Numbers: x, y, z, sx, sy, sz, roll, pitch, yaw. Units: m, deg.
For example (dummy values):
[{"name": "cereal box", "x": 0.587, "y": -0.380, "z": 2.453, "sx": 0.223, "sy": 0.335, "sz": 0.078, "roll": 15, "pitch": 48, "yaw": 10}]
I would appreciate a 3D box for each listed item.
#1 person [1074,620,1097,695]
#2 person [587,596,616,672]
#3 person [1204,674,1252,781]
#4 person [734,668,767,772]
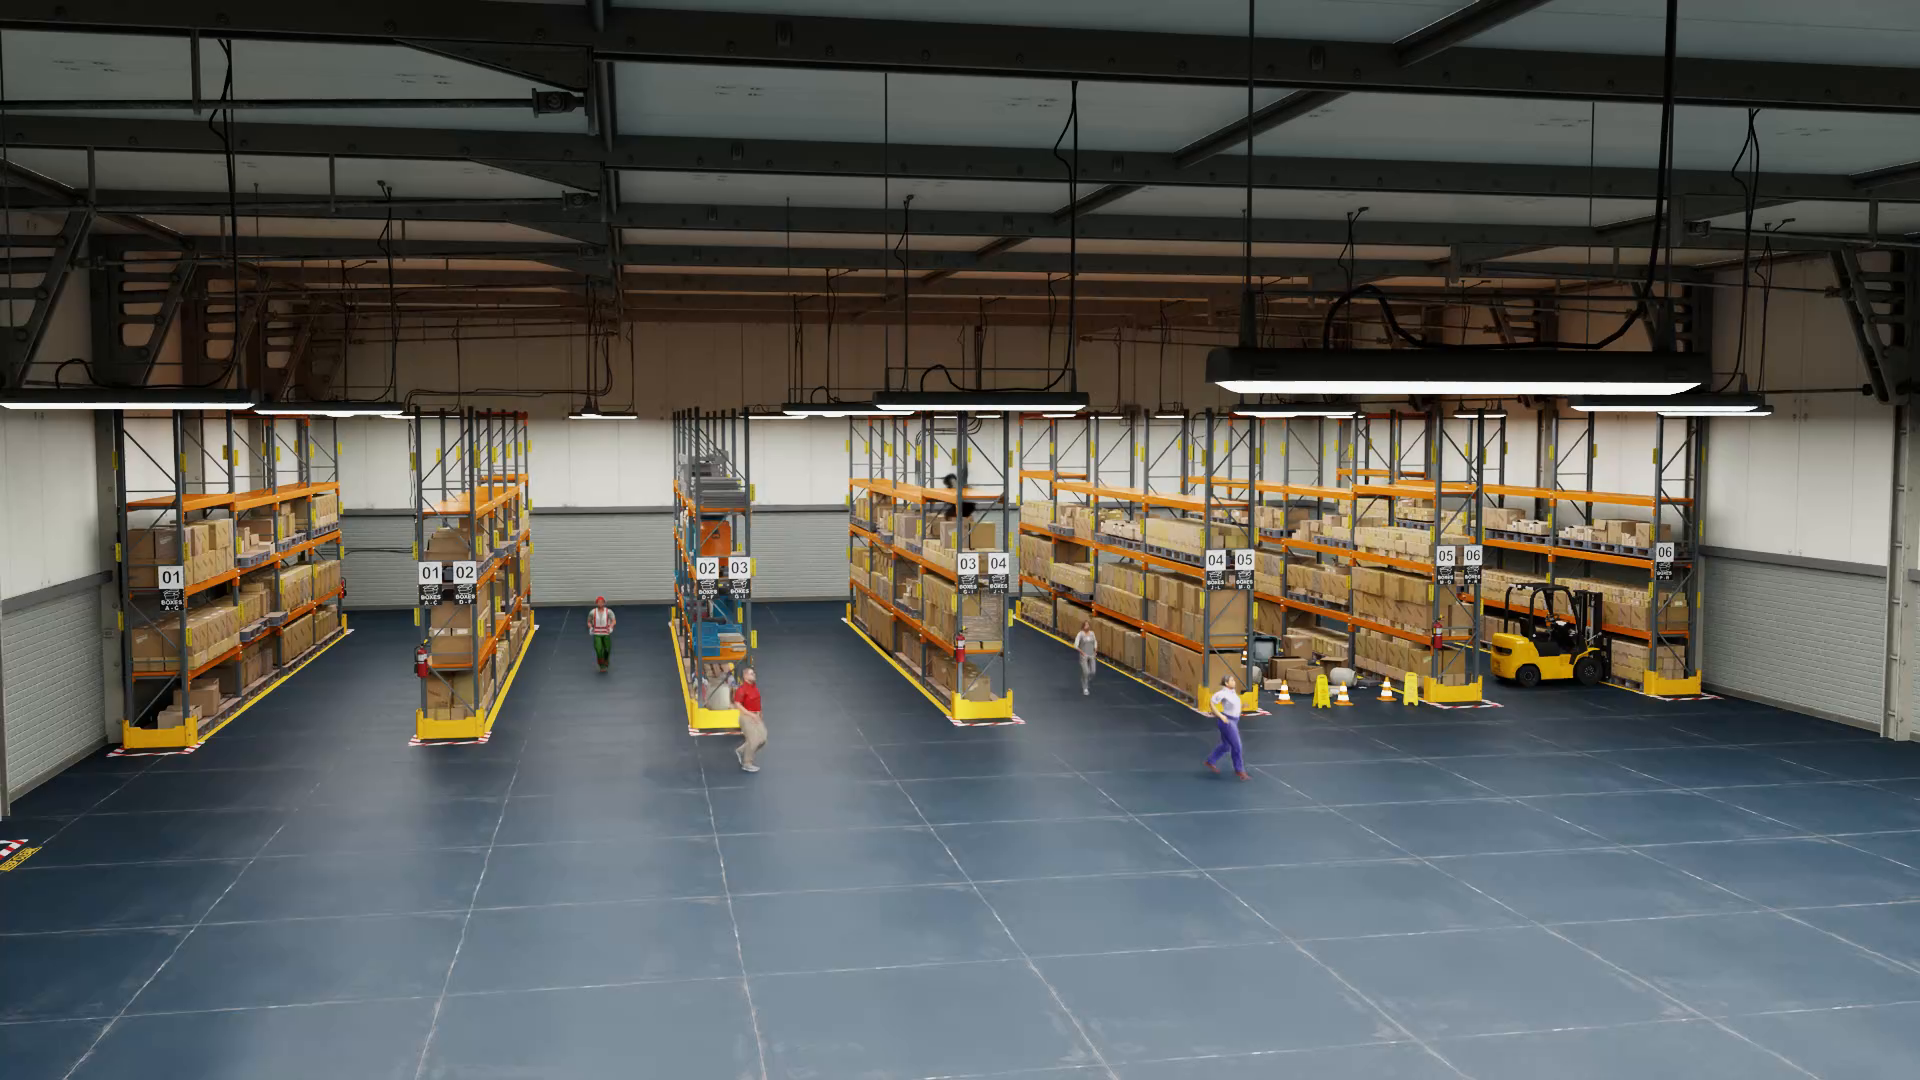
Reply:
[{"name": "person", "x": 2.657, "y": 2.463, "z": 34.975, "sx": 0.531, "sy": 1.566, "sz": 0.495, "roll": -1, "pitch": 4, "yaw": -19}, {"name": "person", "x": -8.187, "y": 2.152, "z": 37.974, "sx": 0.638, "sy": 1.742, "sz": 0.586, "roll": -1, "pitch": 4, "yaw": -12}, {"name": "person", "x": 4.320, "y": 2.988, "z": 26.685, "sx": 0.798, "sy": 1.679, "sz": 0.599, "roll": 2, "pitch": 4, "yaw": 23}, {"name": "person", "x": -3.460, "y": 2.944, "z": 27.287, "sx": 0.524, "sy": 1.684, "sz": 0.657, "roll": 1, "pitch": 4, "yaw": 18}]
